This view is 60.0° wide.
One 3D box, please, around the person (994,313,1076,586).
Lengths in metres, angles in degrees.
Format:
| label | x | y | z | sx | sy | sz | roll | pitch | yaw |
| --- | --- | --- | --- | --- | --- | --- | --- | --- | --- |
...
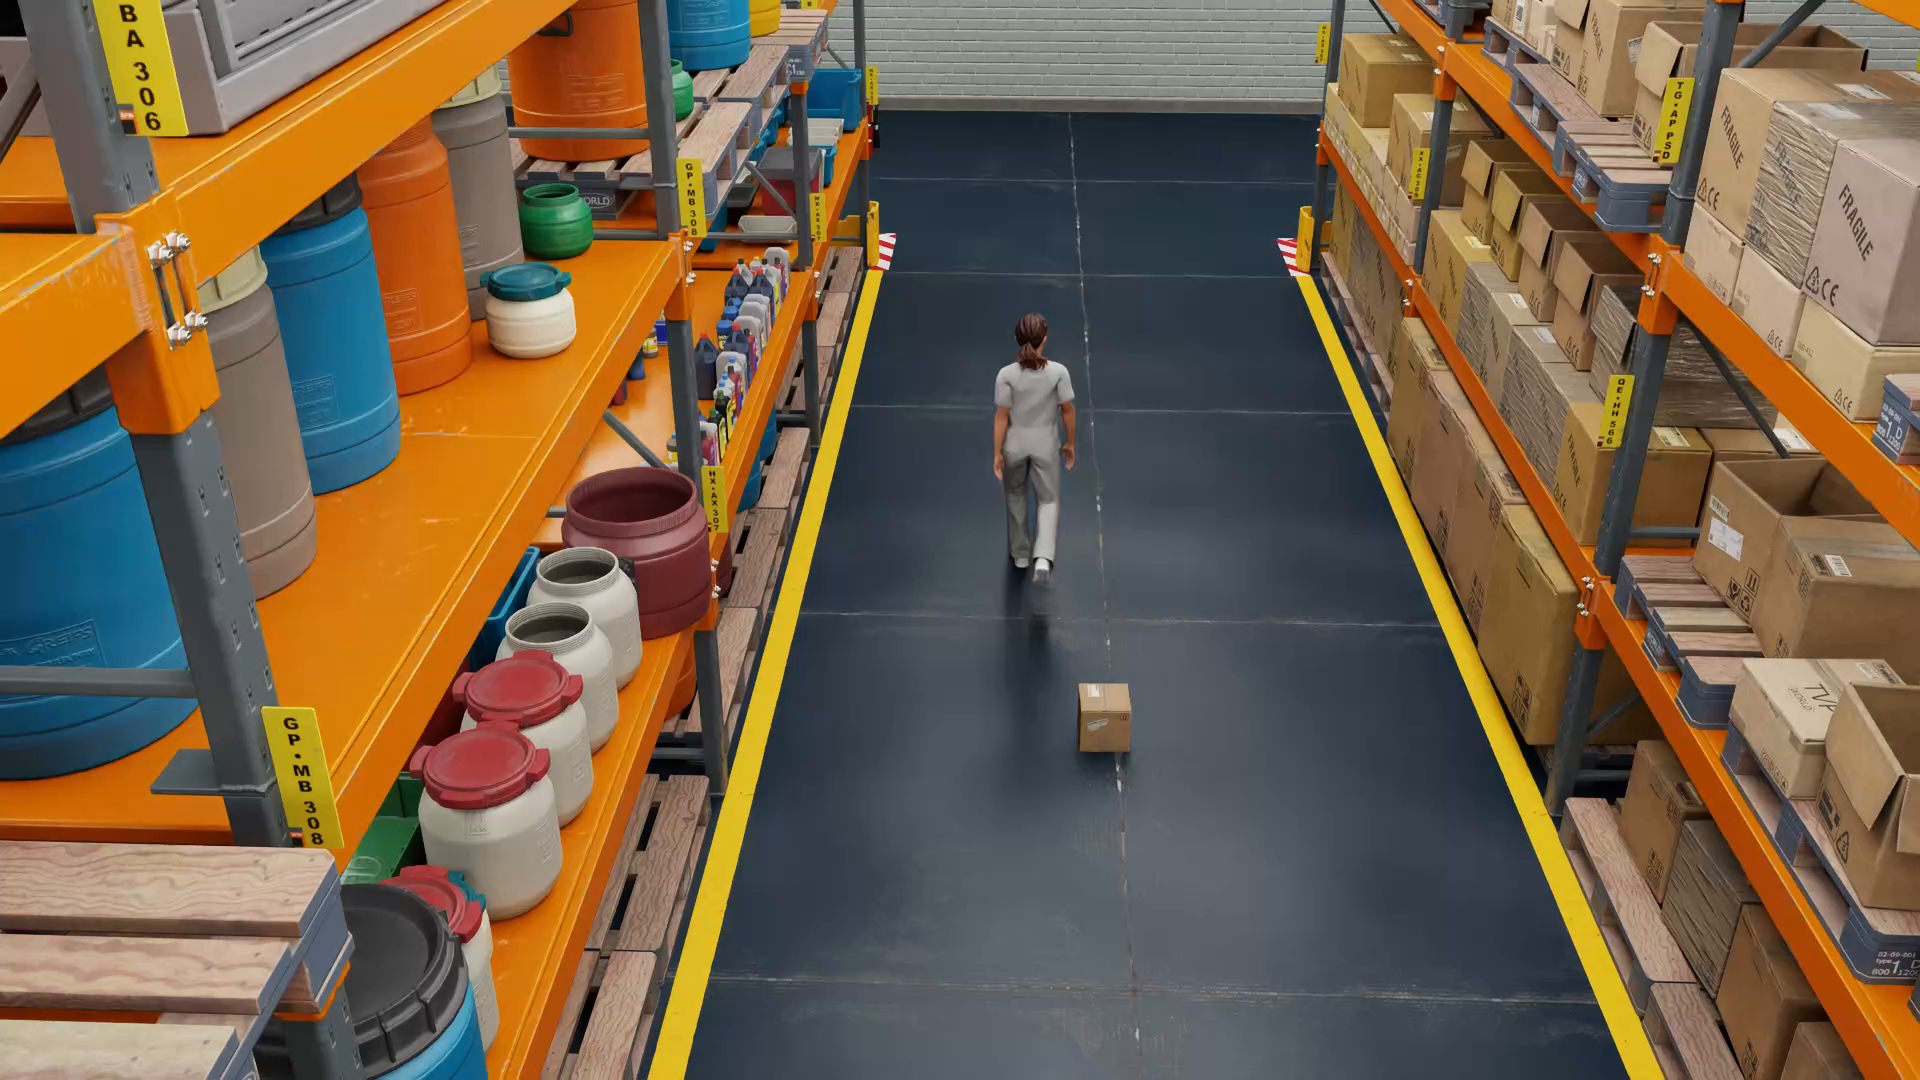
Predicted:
| label | x | y | z | sx | sy | sz | roll | pitch | yaw |
| --- | --- | --- | --- | --- | --- | --- | --- | --- | --- |
| person | 0.429 | -0.500 | 9.541 | 0.475 | 1.643 | 0.830 | 0 | 28 | 0 |
